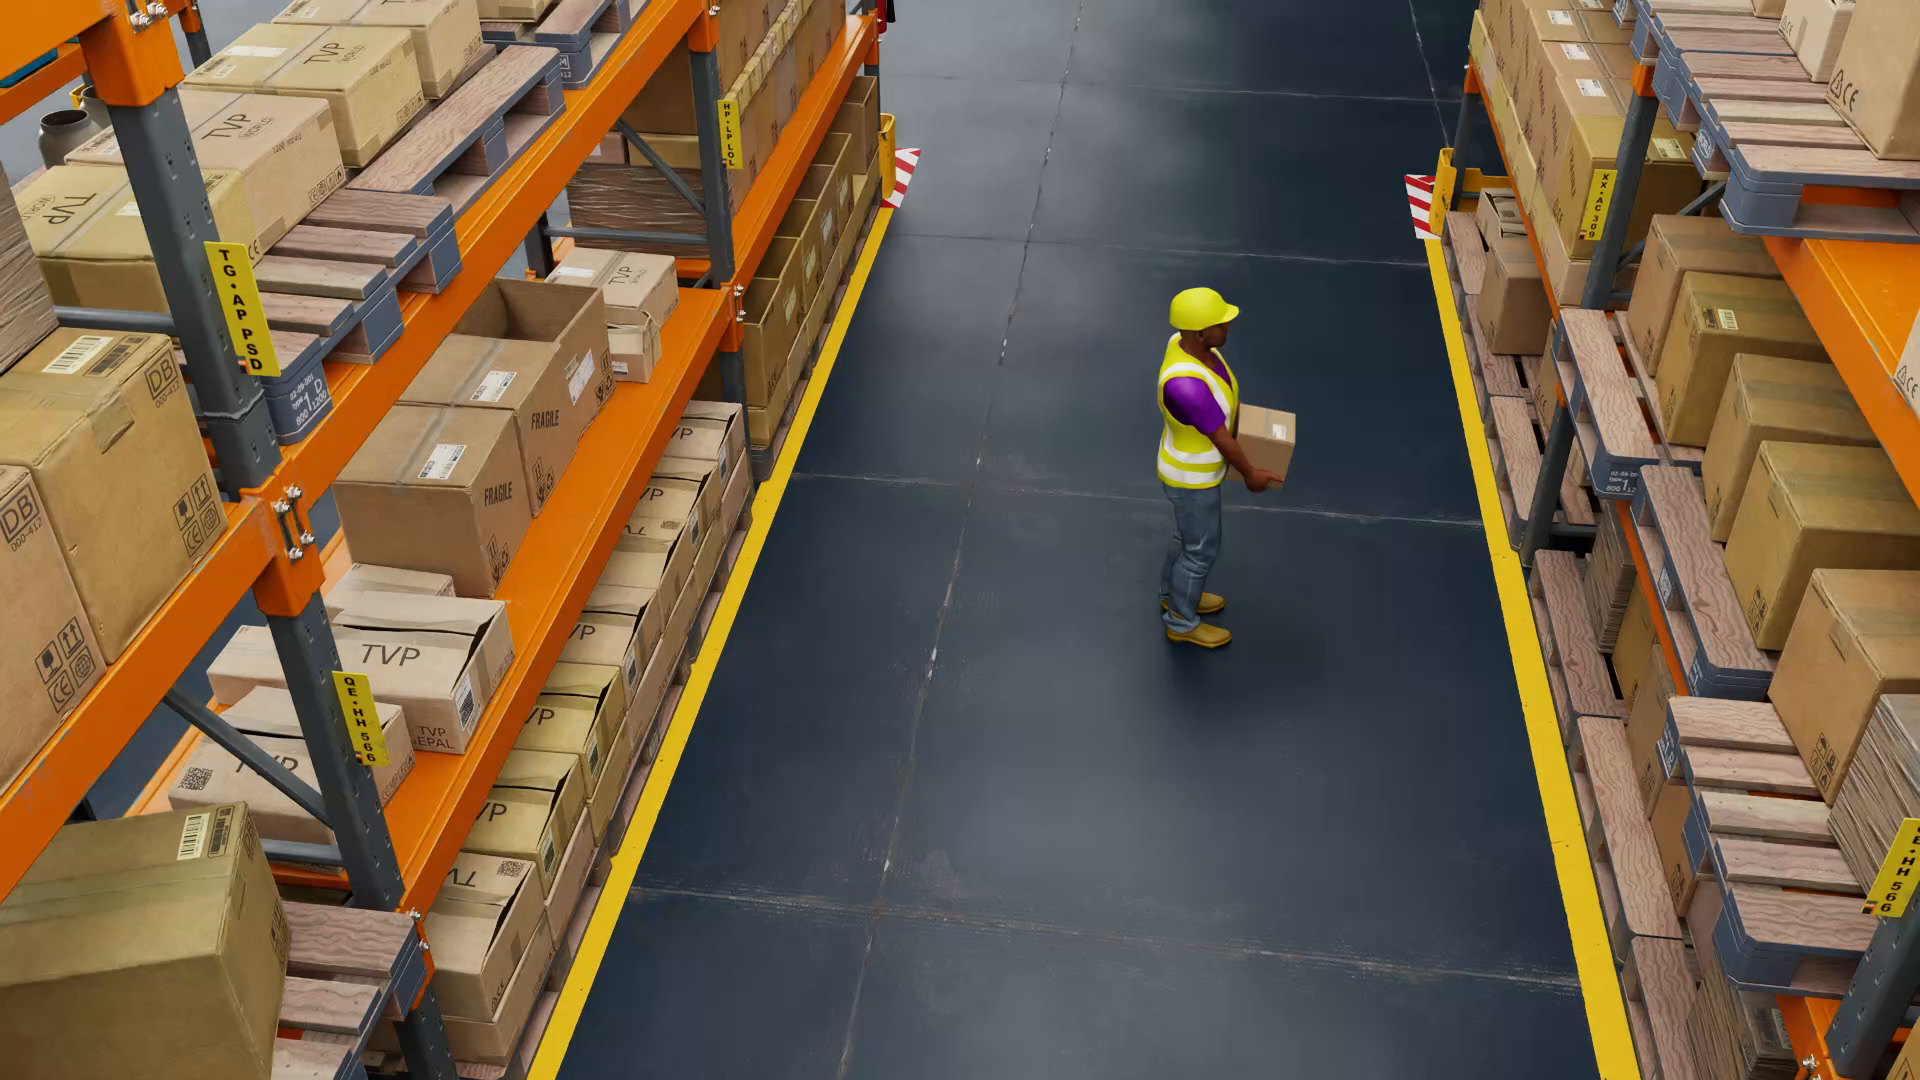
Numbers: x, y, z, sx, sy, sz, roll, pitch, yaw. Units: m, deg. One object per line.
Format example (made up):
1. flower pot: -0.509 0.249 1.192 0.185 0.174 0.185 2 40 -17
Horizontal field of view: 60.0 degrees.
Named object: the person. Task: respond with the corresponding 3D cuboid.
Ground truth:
1. person: 1.155 -0.319 7.464 0.581 1.761 0.504 6 36 8
